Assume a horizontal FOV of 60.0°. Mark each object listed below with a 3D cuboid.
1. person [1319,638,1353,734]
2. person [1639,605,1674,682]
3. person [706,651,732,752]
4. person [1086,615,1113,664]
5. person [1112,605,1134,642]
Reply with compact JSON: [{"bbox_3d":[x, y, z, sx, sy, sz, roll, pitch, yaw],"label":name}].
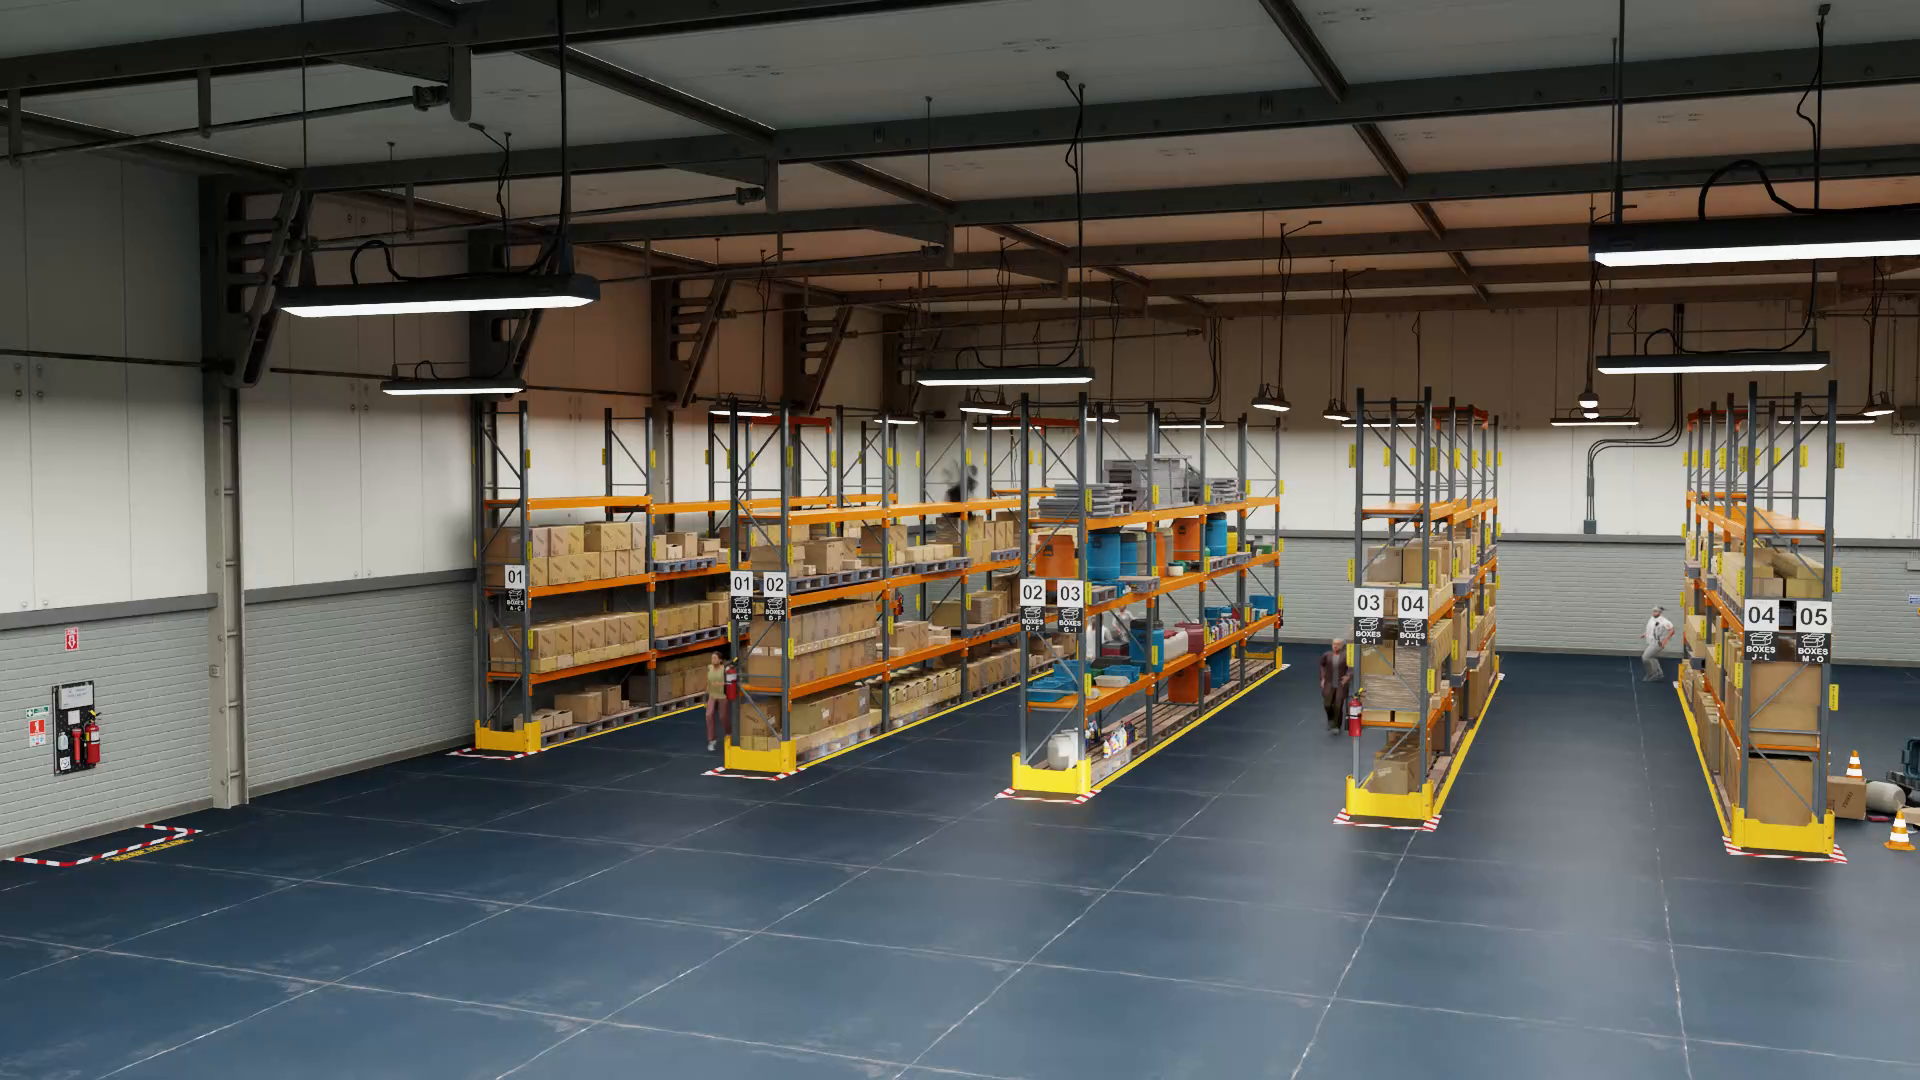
[{"bbox_3d":[6.850,2.659,30.234,0.722,1.746,0.628,1,3,22],"label":"person"},{"bbox_3d":[15.604,2.336,37.288,0.680,1.797,0.725,0,3,-8],"label":"person"},{"bbox_3d":[-4.170,2.768,28.865,0.599,1.698,0.945,1,3,19],"label":"person"},{"bbox_3d":[2.622,2.282,32.062,0.680,1.775,0.802,1,3,20],"label":"person"},{"bbox_3d":[4.005,2.263,40.452,0.594,1.538,0.510,0,3,4],"label":"person"}]
